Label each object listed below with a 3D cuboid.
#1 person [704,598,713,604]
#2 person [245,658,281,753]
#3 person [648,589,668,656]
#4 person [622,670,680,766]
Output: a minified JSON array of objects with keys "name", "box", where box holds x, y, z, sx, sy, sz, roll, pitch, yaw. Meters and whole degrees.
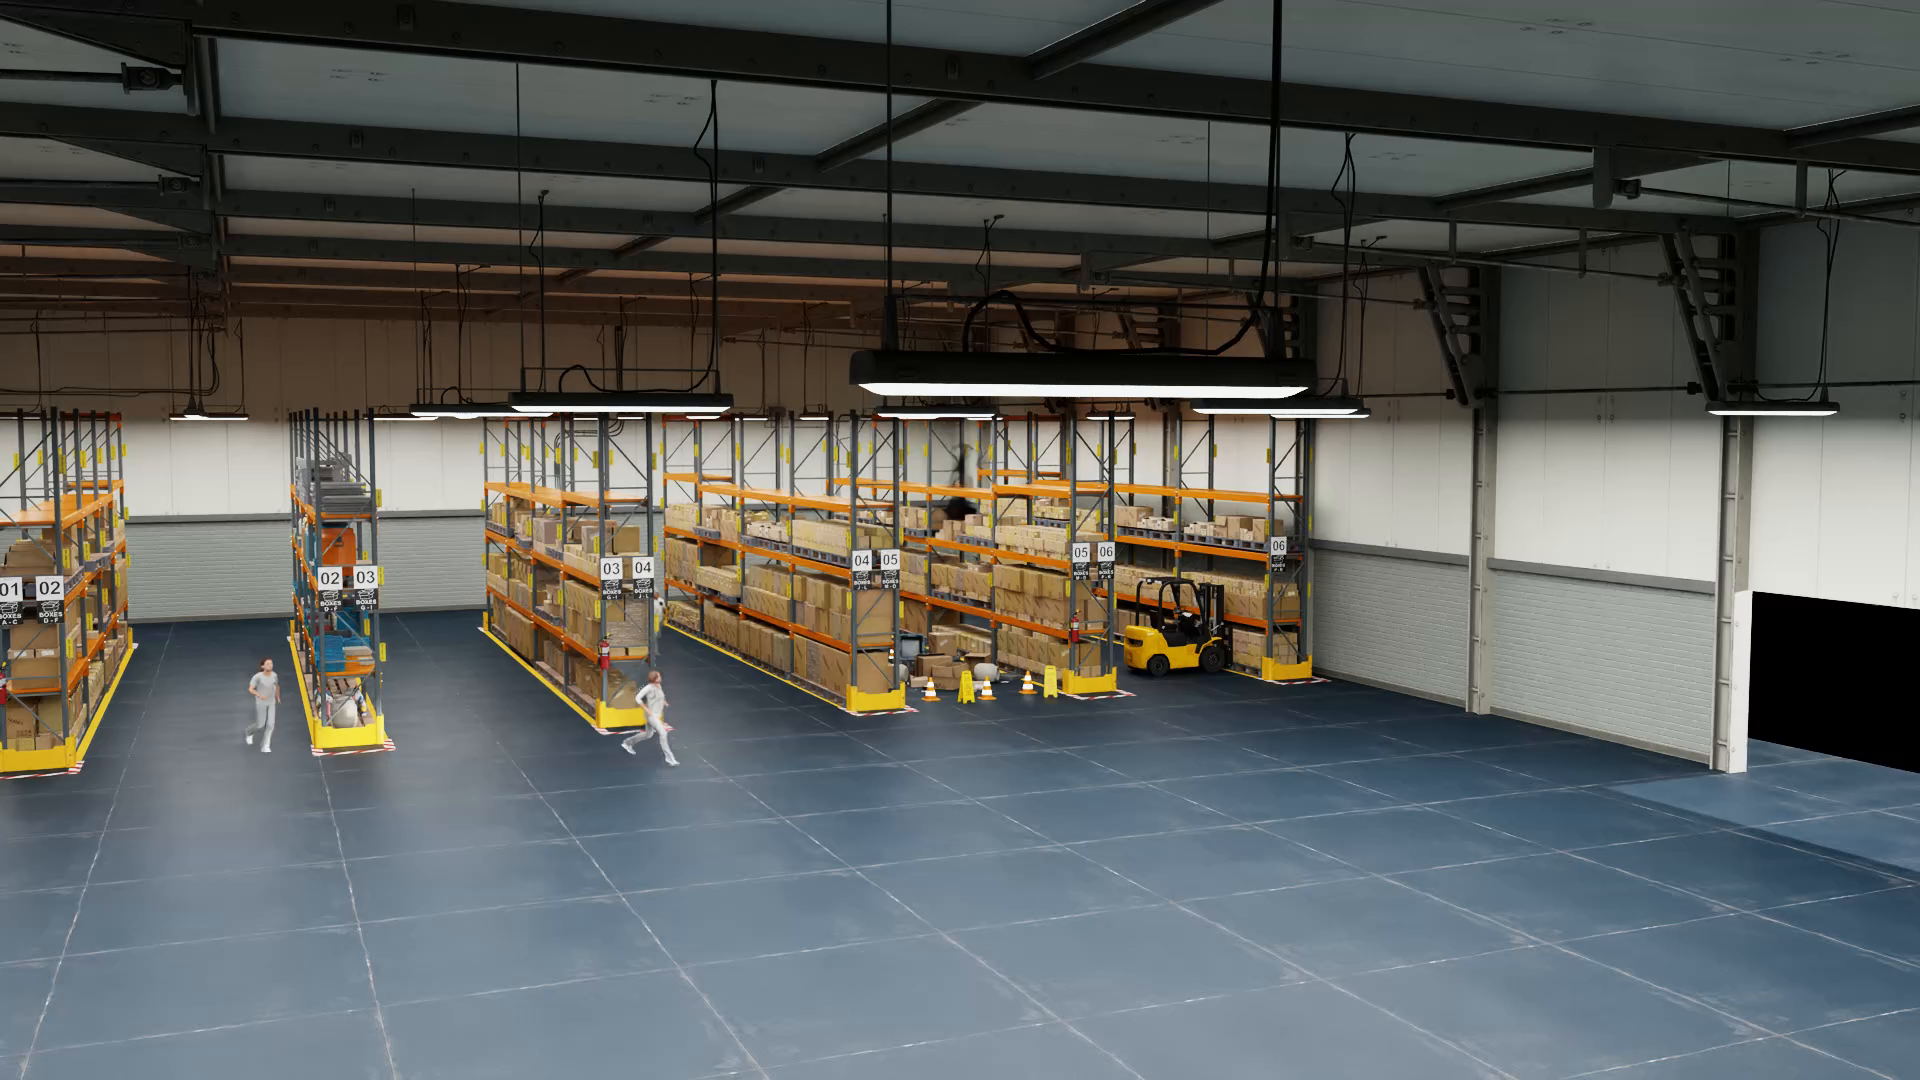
[{"name":"person","box":[-7.495,1.434,49.261,0.615,1.646,0.518,1,4,20]},{"name":"person","box":[-12.164,2.878,29.096,0.762,1.613,0.600,3,5,37]},{"name":"person","box":[-7.604,2.021,41.384,0.591,1.649,0.786,-2,5,-29]},{"name":"person","box":[-5.192,2.984,27.907,1.013,1.613,0.505,0,4,4]}]
